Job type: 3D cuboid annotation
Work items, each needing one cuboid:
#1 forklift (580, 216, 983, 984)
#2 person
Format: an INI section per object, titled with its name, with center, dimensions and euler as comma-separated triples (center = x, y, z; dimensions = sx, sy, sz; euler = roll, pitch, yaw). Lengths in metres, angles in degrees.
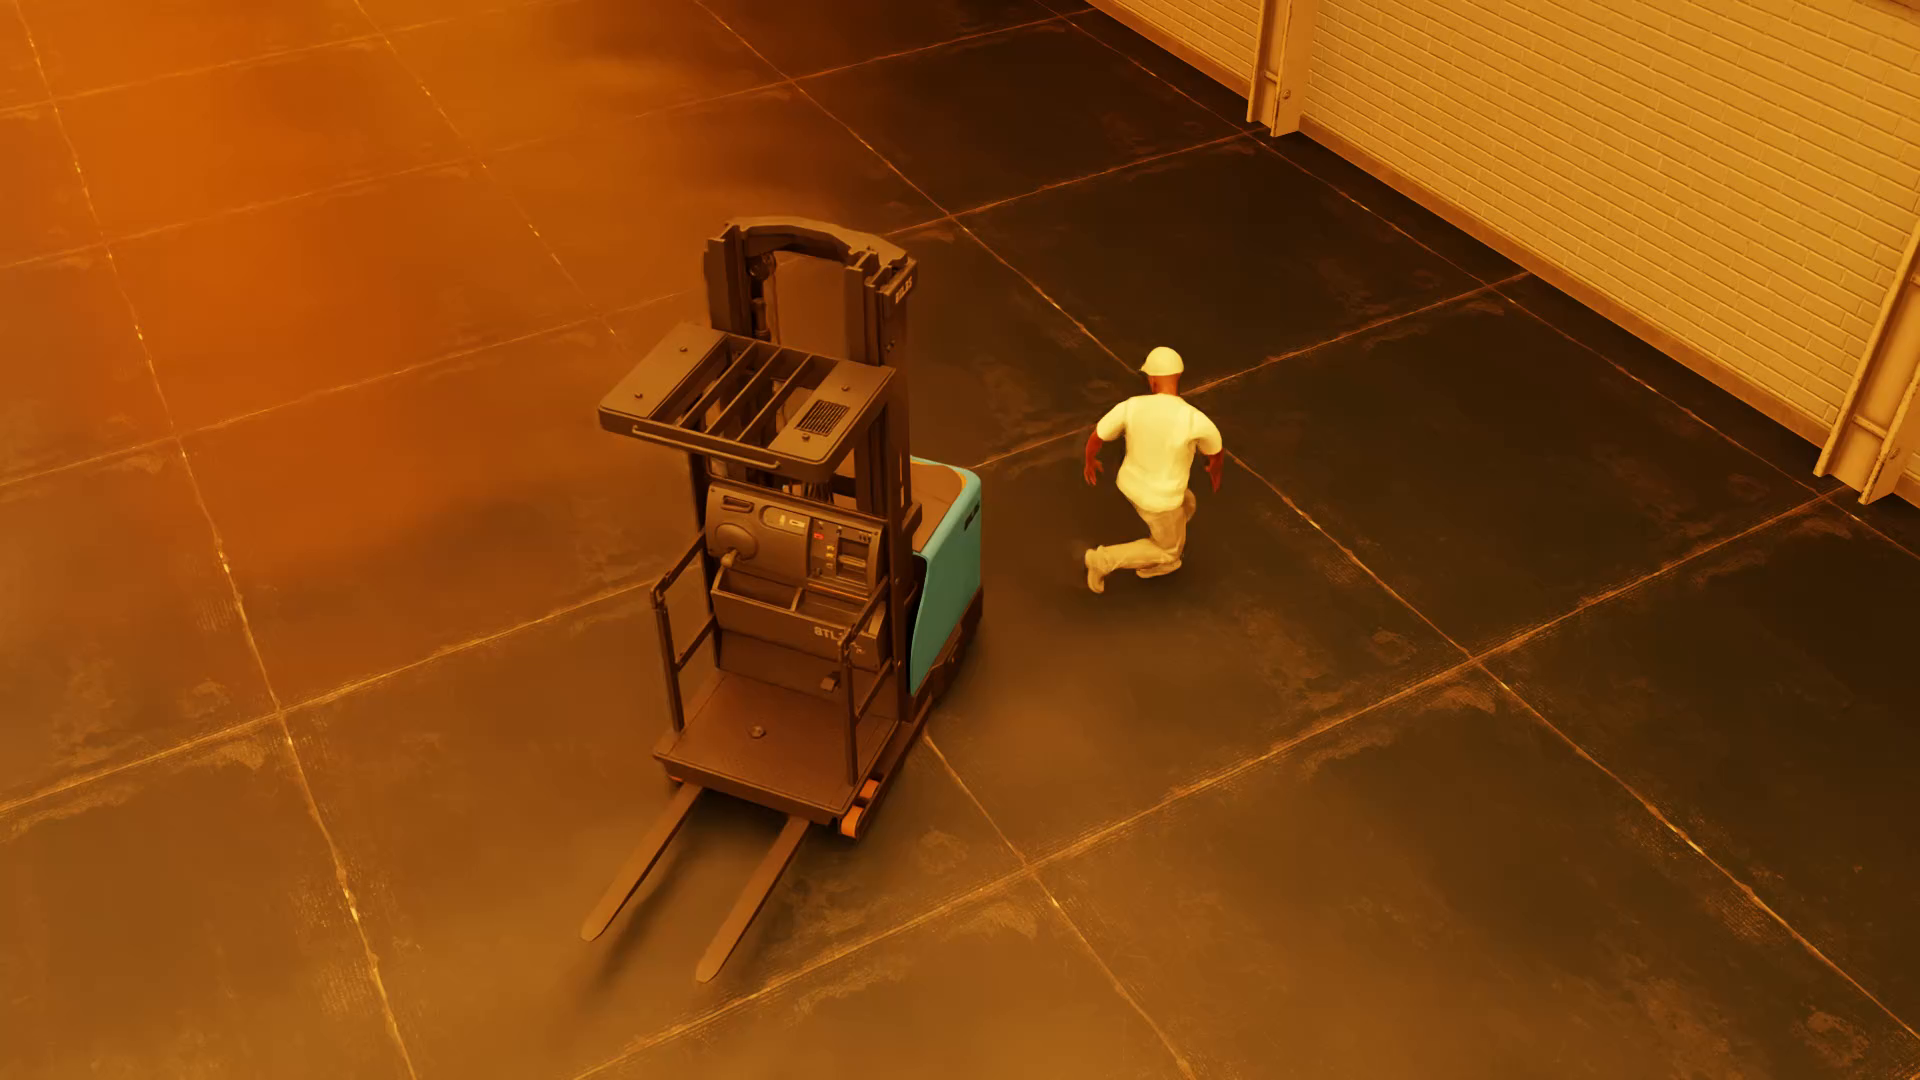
[forklift]
center = -0.893, 0.083, 7.936
dimensions = 1.130, 2.935, 3.031
euler = 15, 42, 17
[person]
center = 1.076, -0.388, 9.626
dimensions = 0.833, 1.542, 0.680
euler = -22, 44, -24
